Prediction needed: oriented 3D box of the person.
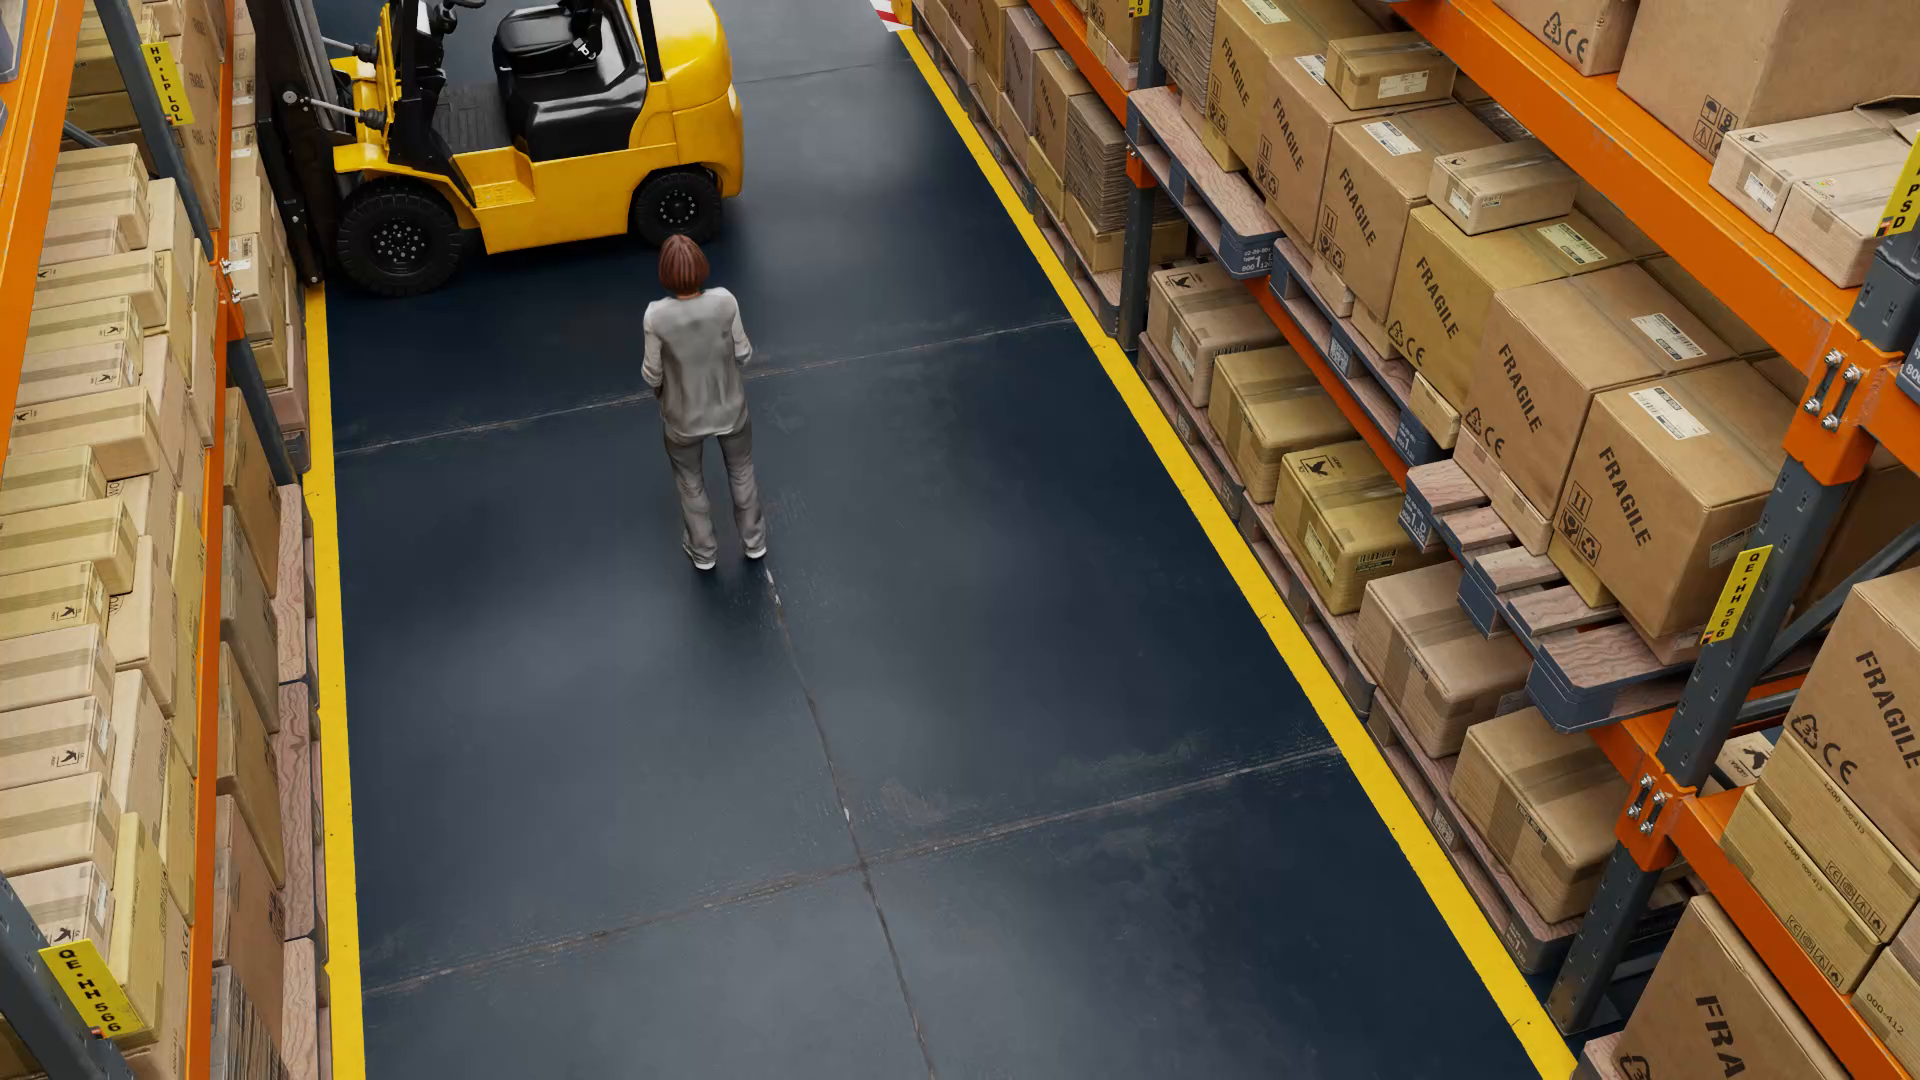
[{"bbox_3d":[-1.046,-0.536,6.765,0.444,1.568,0.384,-13,44,-13],"label":"person"}]
